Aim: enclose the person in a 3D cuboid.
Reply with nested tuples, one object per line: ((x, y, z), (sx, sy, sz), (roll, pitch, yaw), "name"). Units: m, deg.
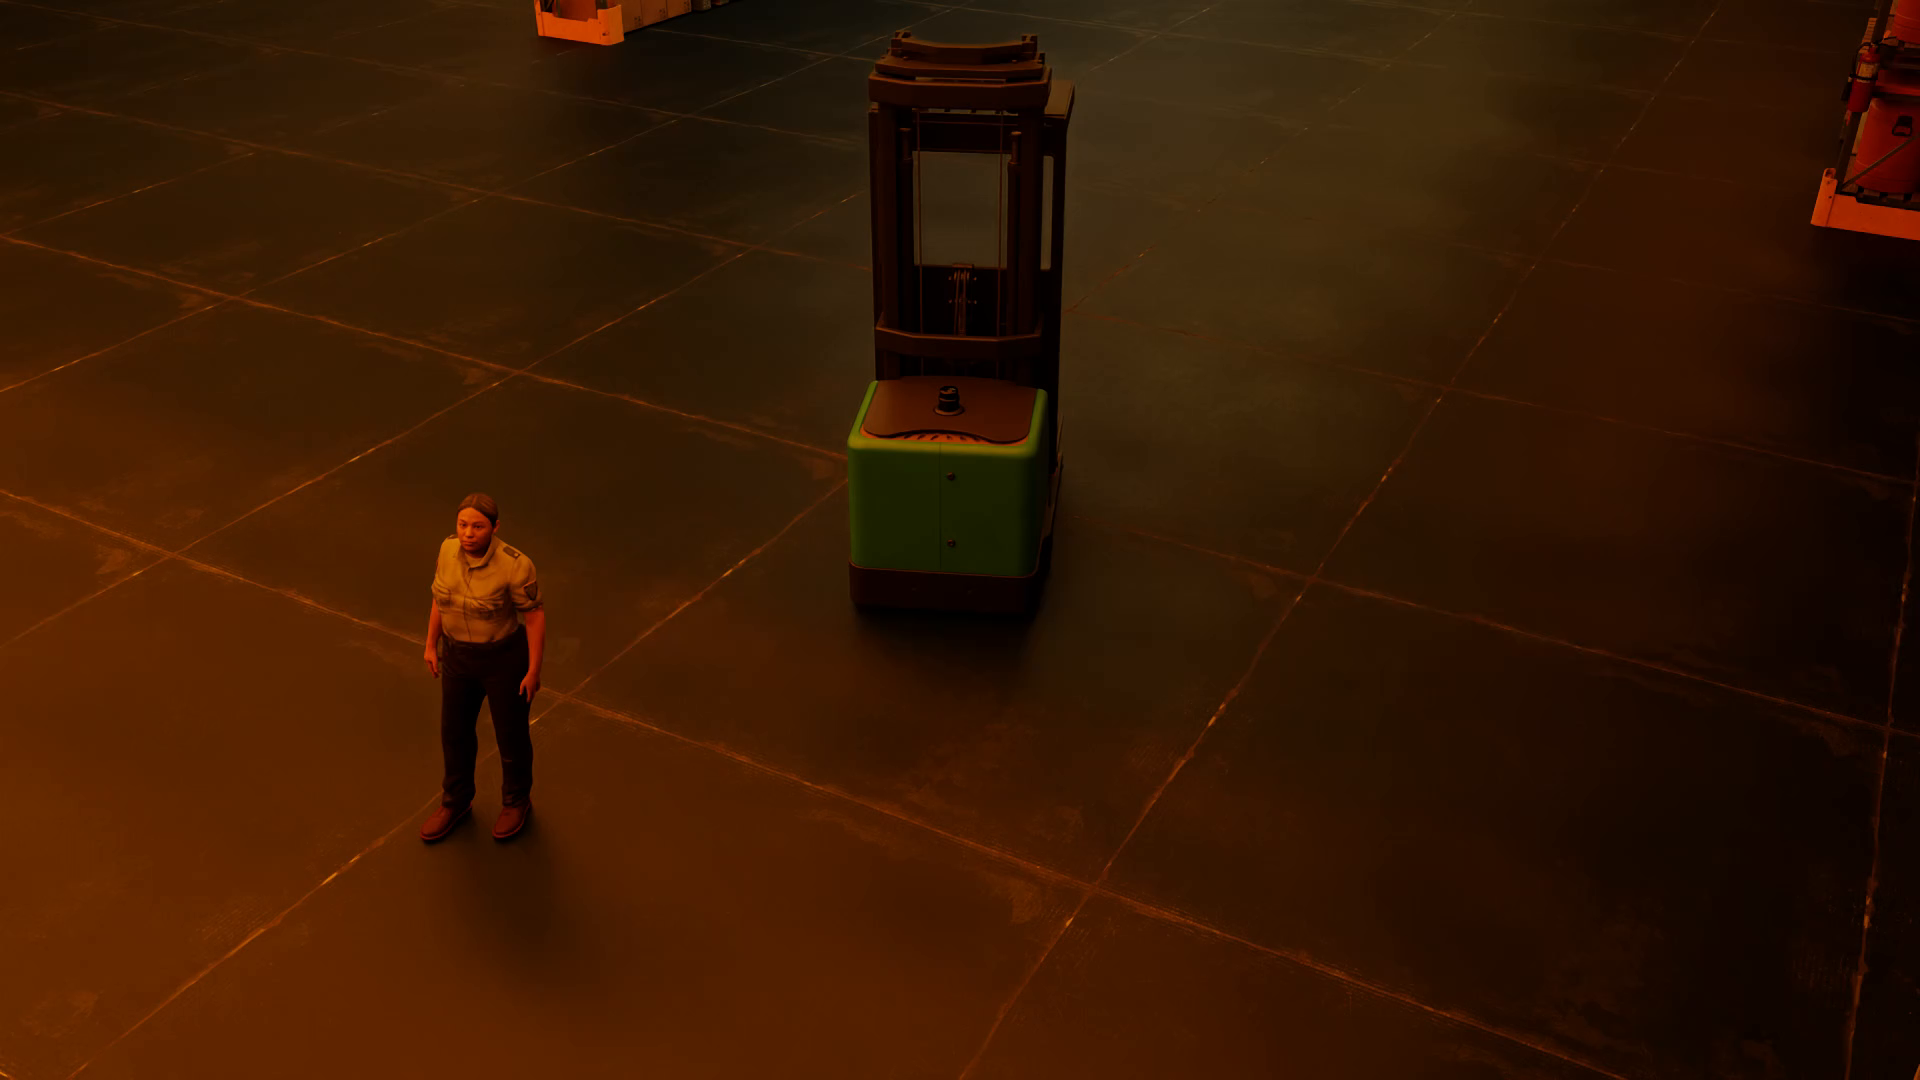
((-2.139, 0.584, 7.329), (0.598, 1.650, 0.502), (9, 31, 15), "person")

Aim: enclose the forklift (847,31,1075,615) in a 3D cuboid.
((0.072, -1.572, 9.794), (1.130, 2.935, 3.031), (3, 30, 6), "forklift")
